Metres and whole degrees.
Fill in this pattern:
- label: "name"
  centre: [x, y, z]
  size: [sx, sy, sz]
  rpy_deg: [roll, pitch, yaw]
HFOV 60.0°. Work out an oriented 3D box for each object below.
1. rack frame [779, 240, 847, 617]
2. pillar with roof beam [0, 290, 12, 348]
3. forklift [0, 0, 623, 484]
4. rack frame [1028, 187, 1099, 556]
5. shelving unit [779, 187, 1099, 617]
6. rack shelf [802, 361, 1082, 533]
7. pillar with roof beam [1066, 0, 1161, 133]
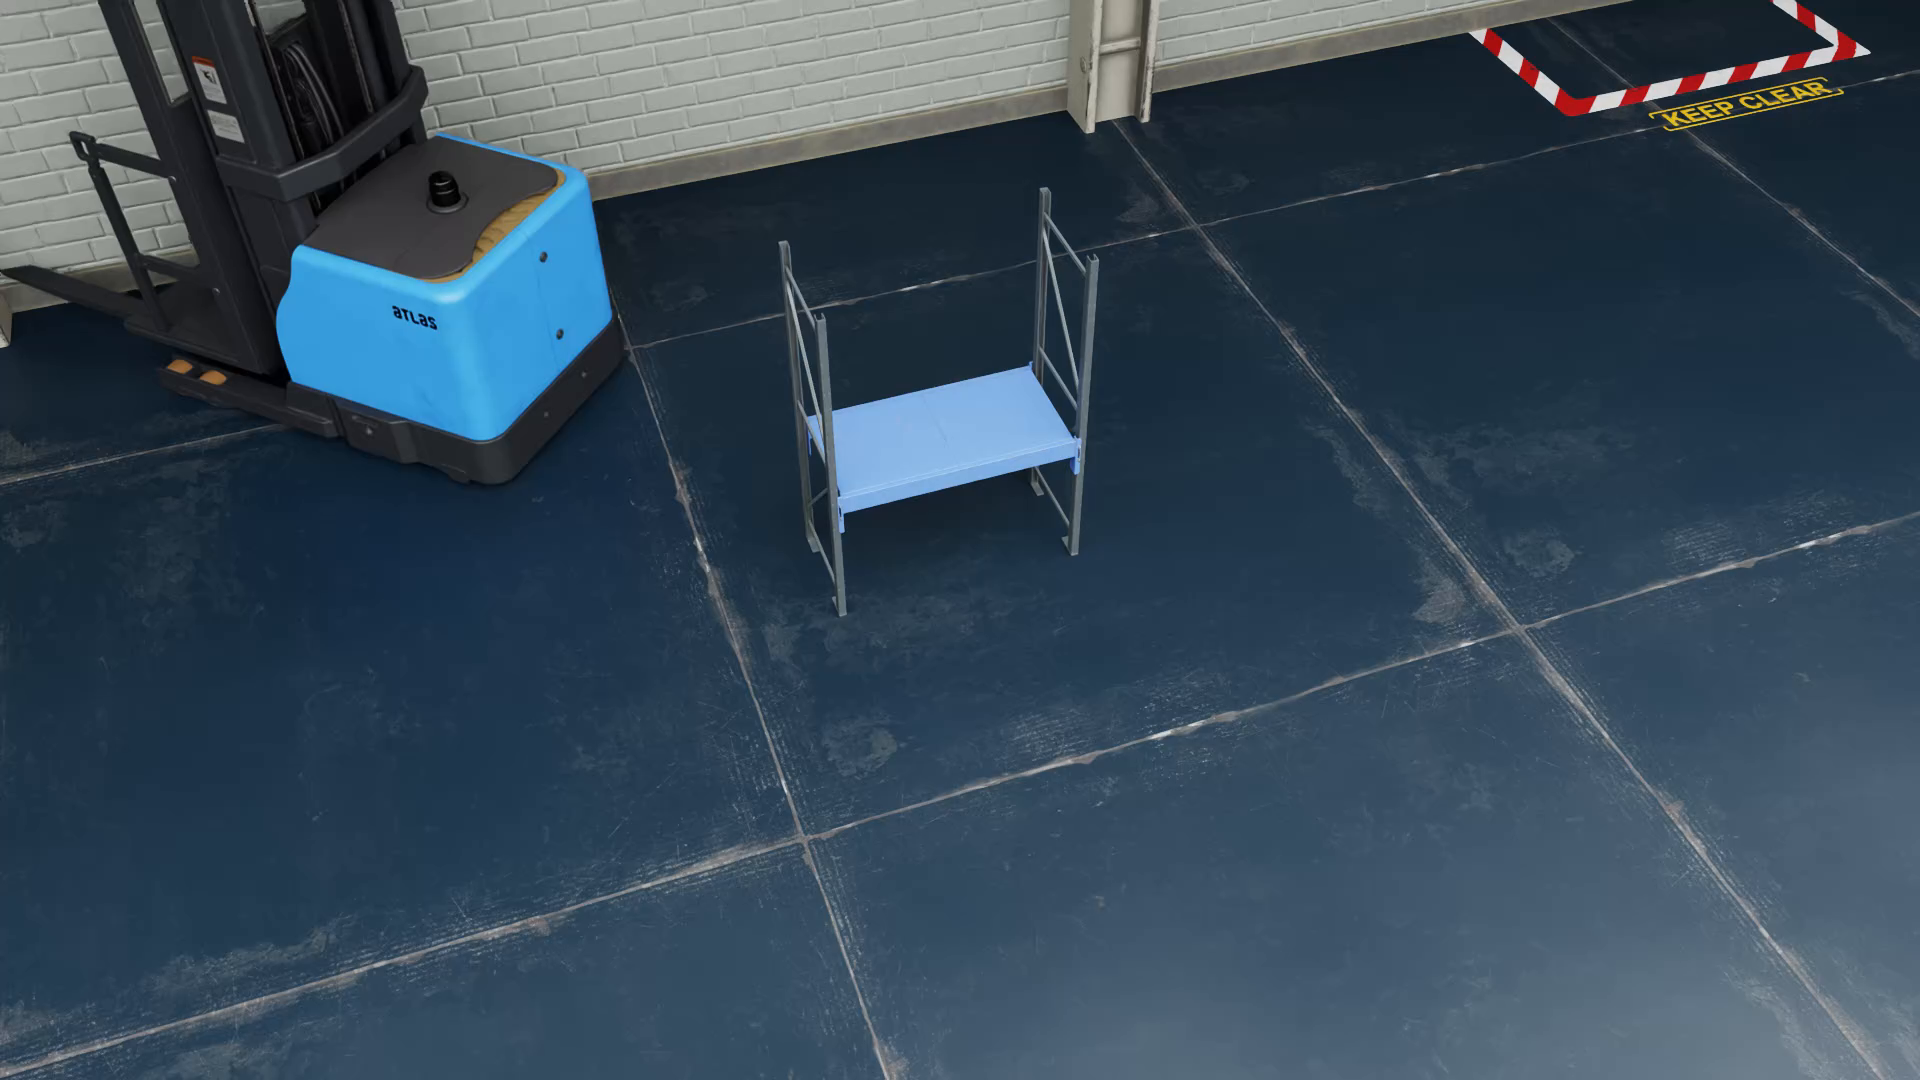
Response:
- label: "rack frame"
  centre: [-0.558, -0.387, 6.386]
  size: [0.032, 1.500, 0.500]
  rpy_deg: [-14, 47, -14]
- label: "pillar with roof beam"
  centre: [-3.343, -1.297, 1.999]
  size: [0.400, 9.000, 9.100]
  rpy_deg: [-14, 47, -14]
- label: "forklift"
  centre: [-3.146, -1.974, 6.958]
  size: [3.031, 2.935, 1.130]
  rpy_deg: [17, 48, 17]
- label: "rack frame"
  centre: [0.398, -0.631, 6.629]
  size: [0.032, 1.500, 0.500]
  rpy_deg: [-14, 47, -14]
- label: "shelving unit"
  centre: [-0.080, -0.509, 6.508]
  size: [1.048, 1.500, 0.538]
  rpy_deg: [-14, 47, -14]
- label: "rack shelf"
  centre: [-0.080, -0.382, 6.635]
  size: [1.000, 0.185, 0.538]
  rpy_deg: [-14, 47, -14]
- label: "pillar with roof beam"
  centre: [2.301, -2.740, 3.437]
  size: [0.400, 9.000, 9.100]
  rpy_deg: [-14, 47, -14]
